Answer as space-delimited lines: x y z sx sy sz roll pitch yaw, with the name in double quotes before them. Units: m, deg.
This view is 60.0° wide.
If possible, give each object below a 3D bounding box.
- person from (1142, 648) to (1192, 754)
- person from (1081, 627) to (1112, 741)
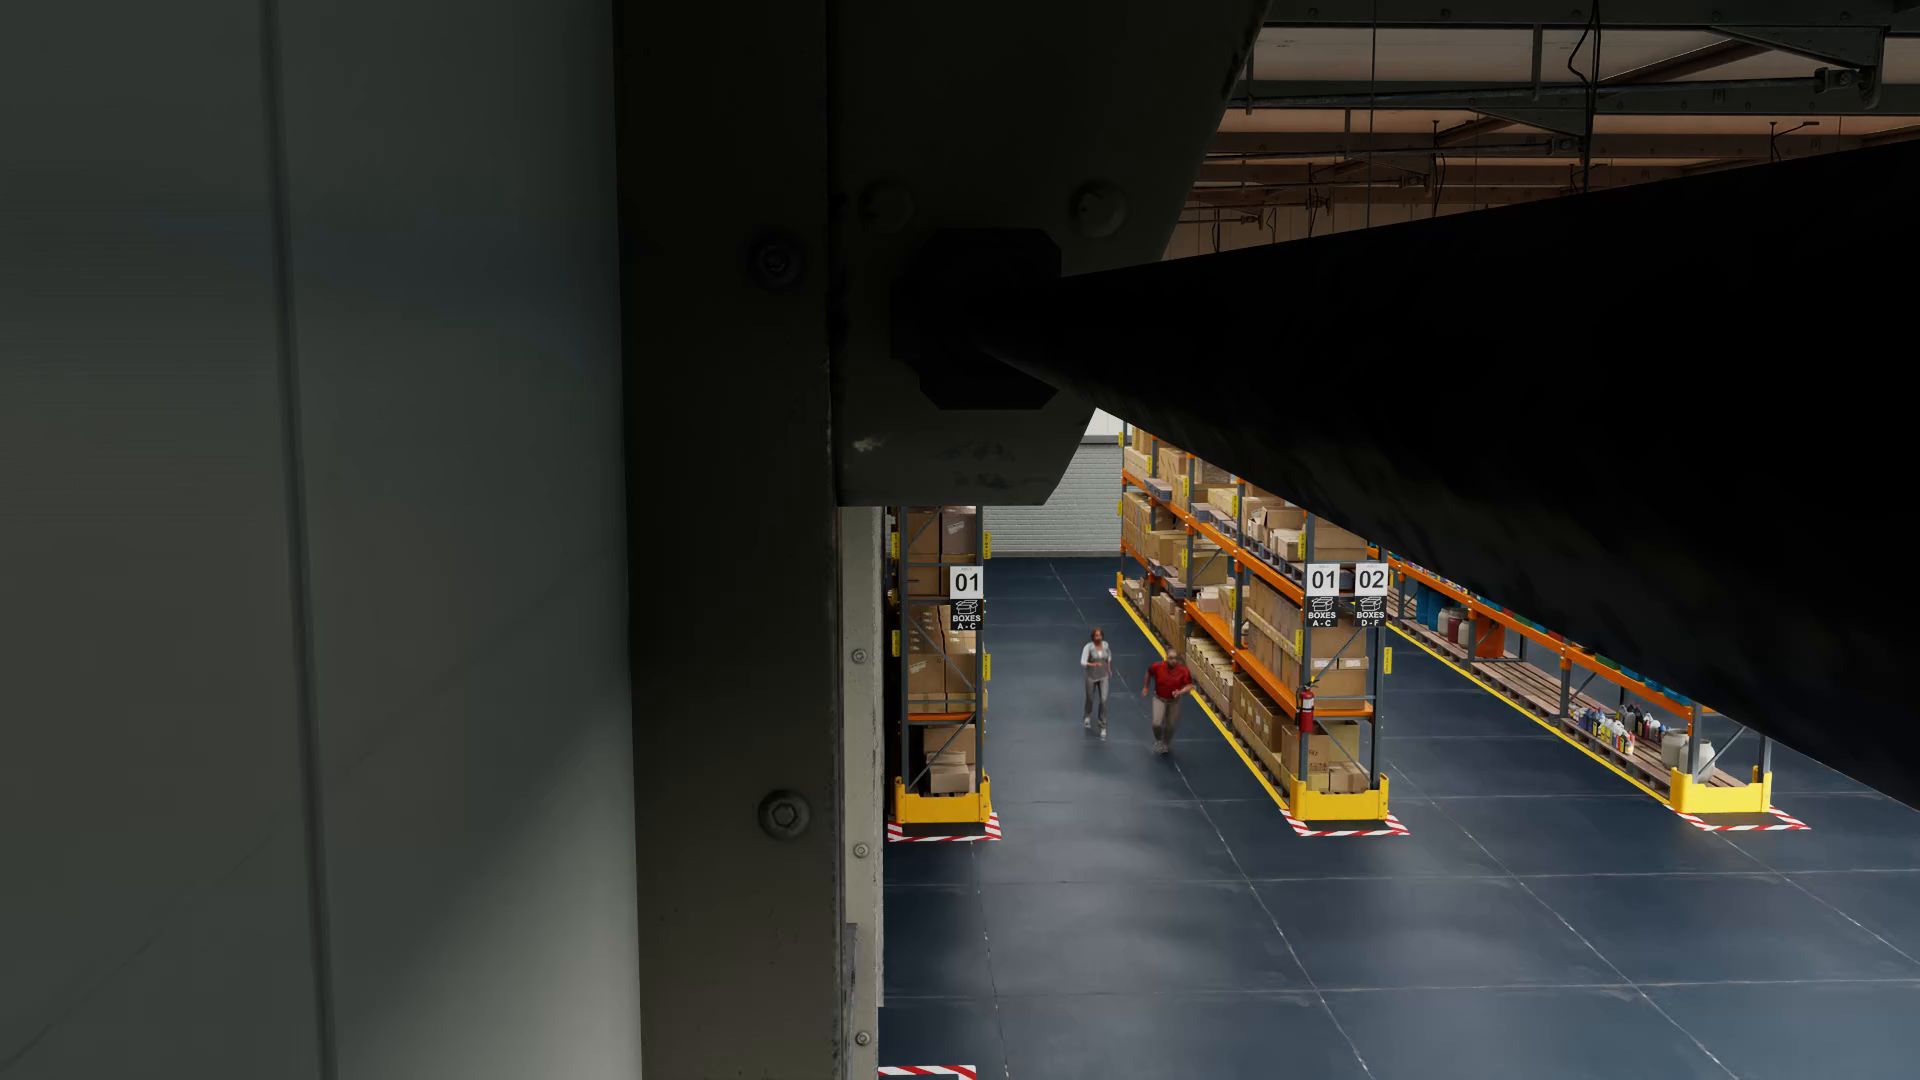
"person" 2.905 2.265 23.316 0.675 1.588 0.957 0 8 3
"person" 2.011 2.076 24.594 0.526 1.626 0.822 -1 8 -9
